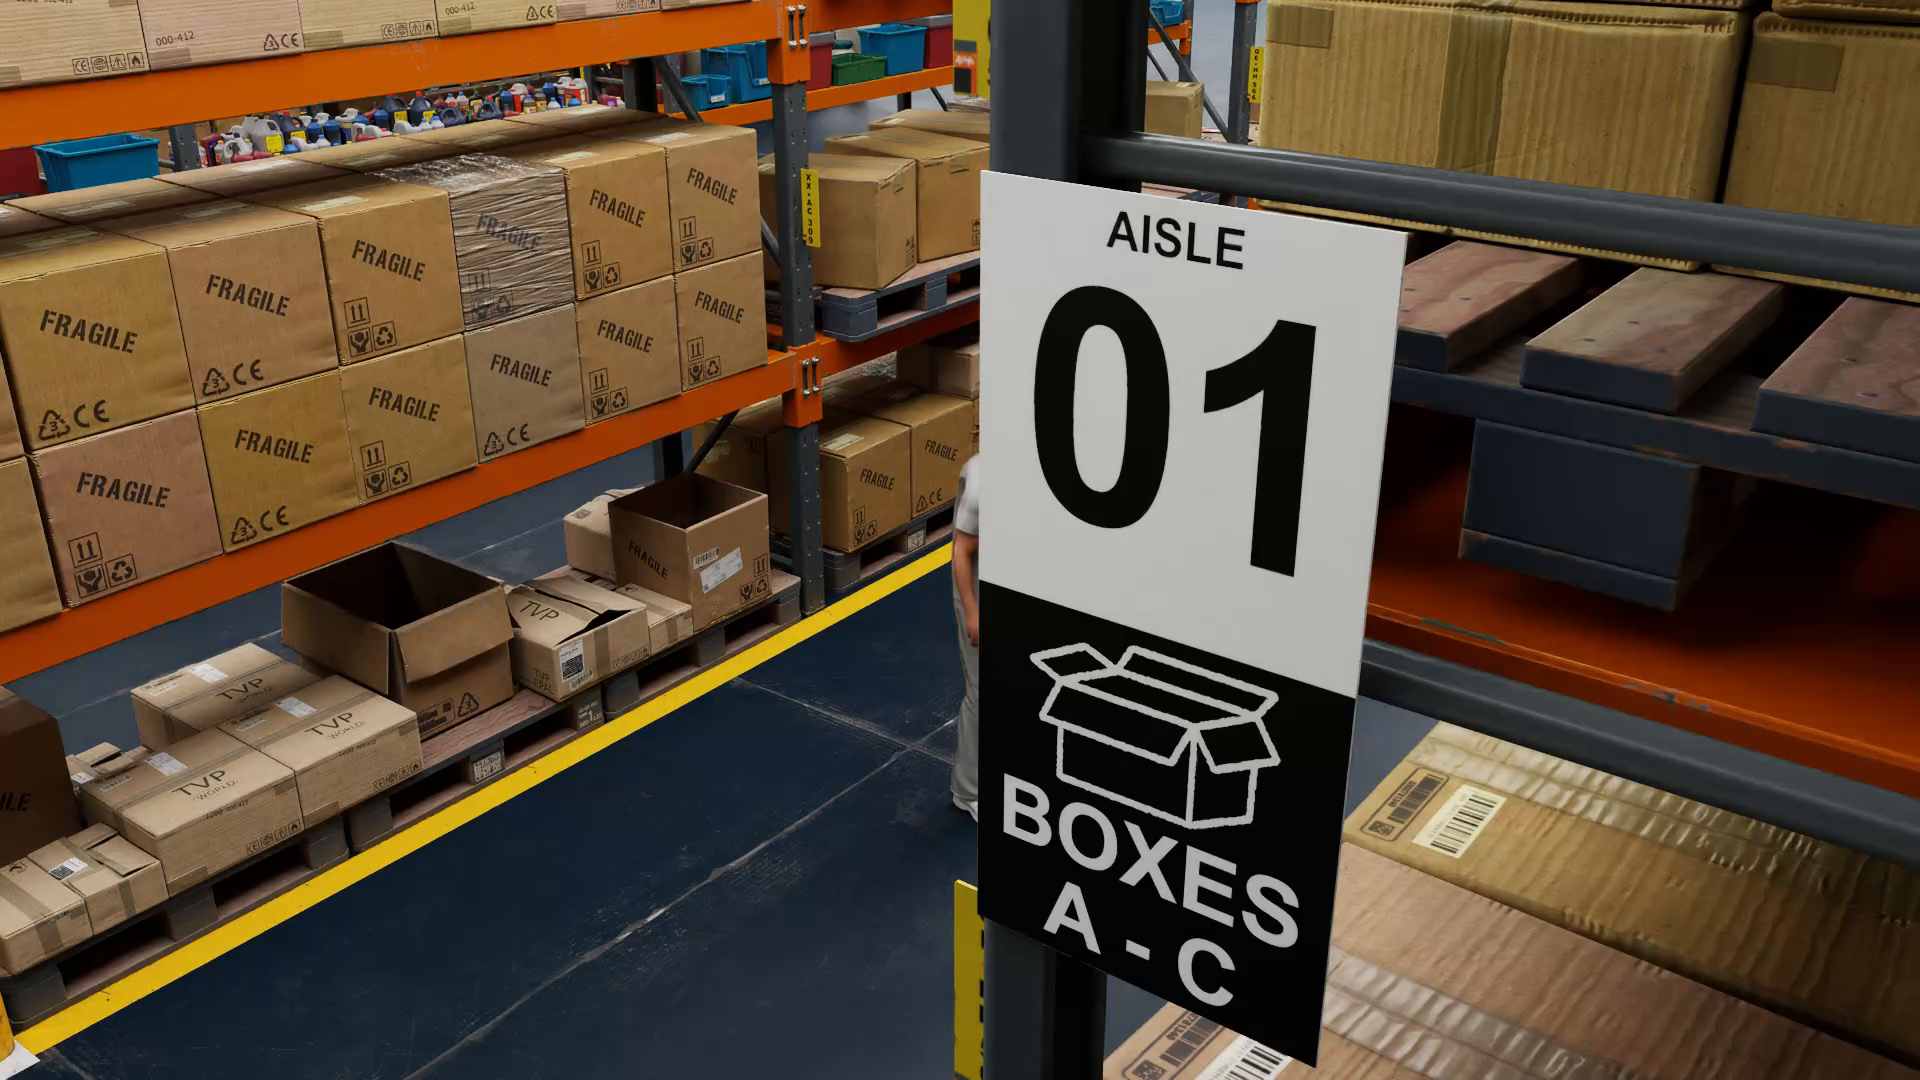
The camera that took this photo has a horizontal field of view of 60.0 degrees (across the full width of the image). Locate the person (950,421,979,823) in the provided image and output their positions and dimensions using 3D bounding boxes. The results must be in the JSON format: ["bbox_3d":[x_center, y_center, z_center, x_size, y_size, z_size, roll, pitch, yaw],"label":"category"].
[{"bbox_3d":[0.167,0.218,6.104,0.348,1.672,0.485,17,29,34],"label":"person"}]
